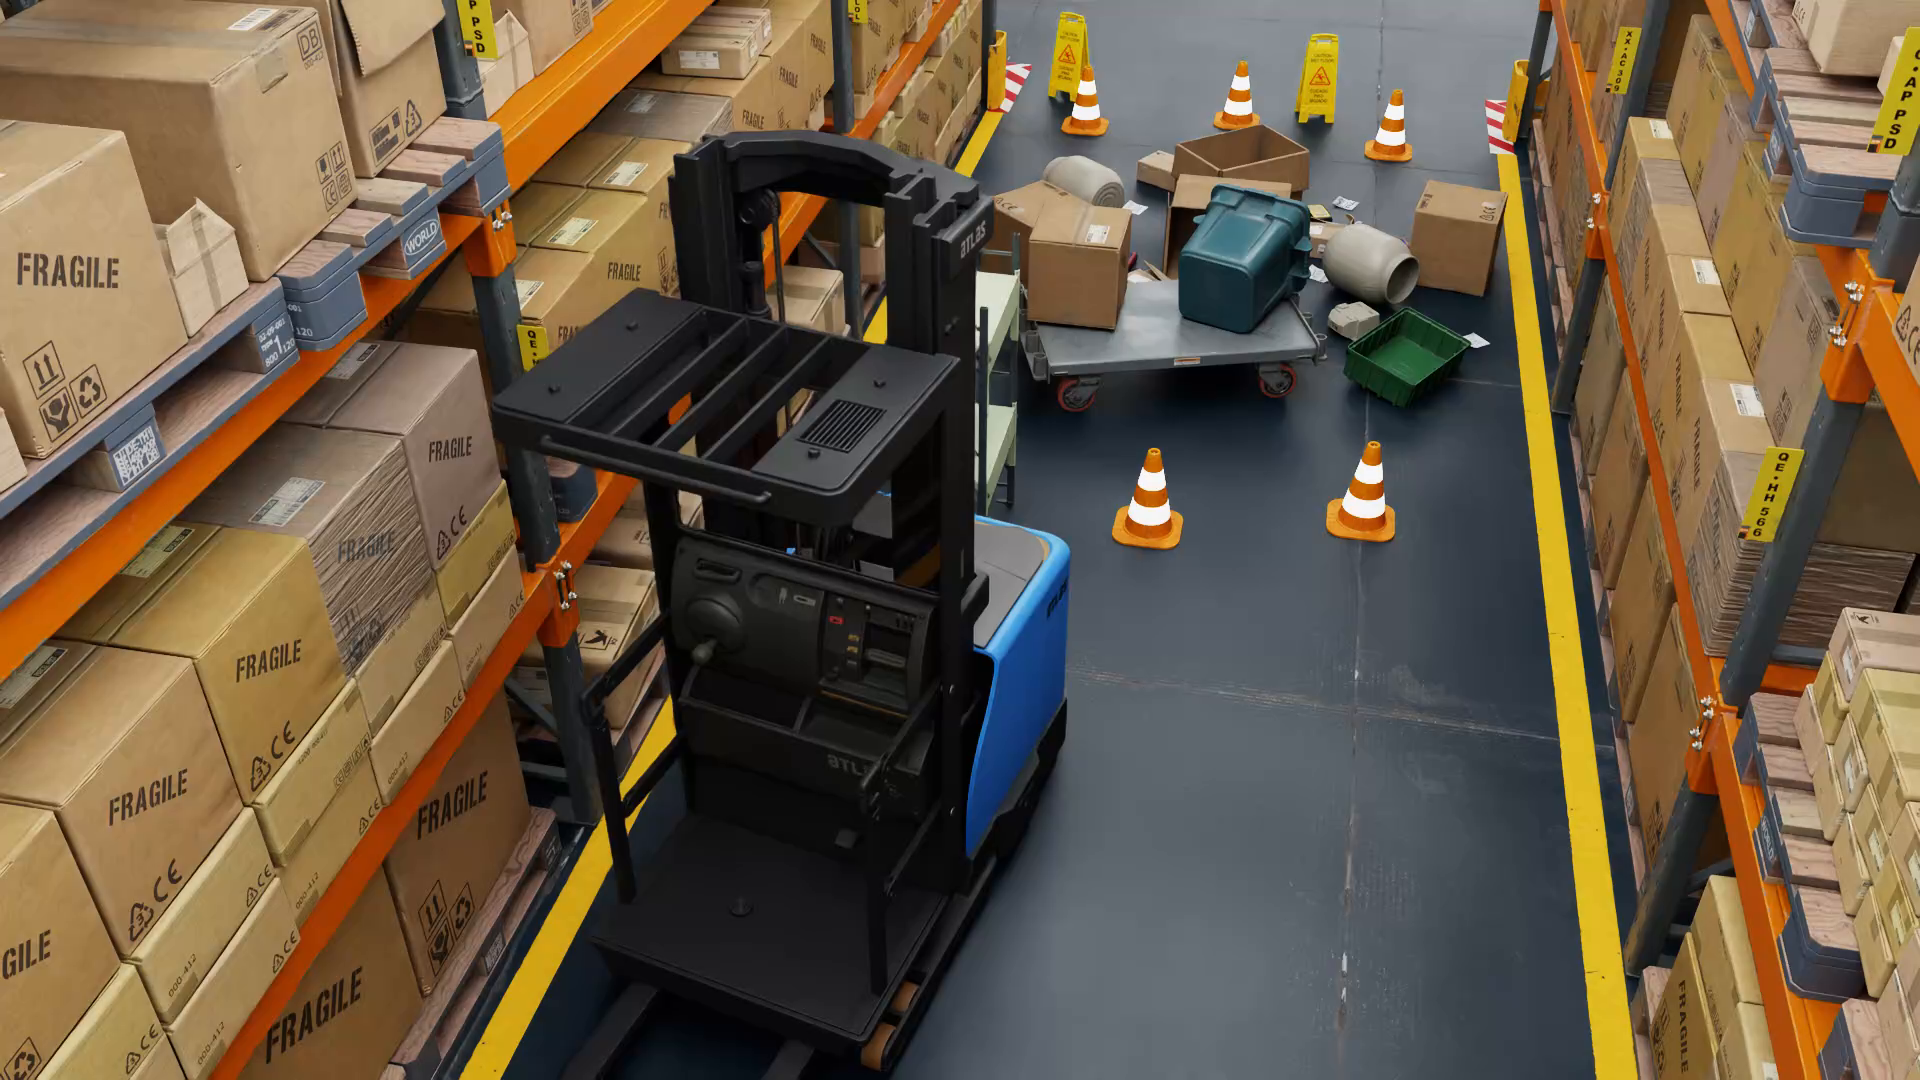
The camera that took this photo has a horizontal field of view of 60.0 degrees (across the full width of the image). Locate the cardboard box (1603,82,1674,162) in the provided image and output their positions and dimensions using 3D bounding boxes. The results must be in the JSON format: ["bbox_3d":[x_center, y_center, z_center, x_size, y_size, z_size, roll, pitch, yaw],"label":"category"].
[{"bbox_3d":[3.847,-2.162,8.549,0.875,0.550,0.550,7,37,10],"label":"cardboard box"}]

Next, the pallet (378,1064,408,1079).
[{"bbox_3d":[-2.437,2.111,5.157,1.003,0.211,1.213,7,37,10],"label":"pallet"}]

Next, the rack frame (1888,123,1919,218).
[{"bbox_3d":[2.925,-2.024,3.375,1.000,3.000,0.127,7,37,10],"label":"rack frame"}]

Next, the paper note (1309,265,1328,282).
[{"bbox_3d":[2.282,-1.691,10.564,0.172,0.023,0.155,20,41,26],"label":"paper note"}]

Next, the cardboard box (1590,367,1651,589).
[{"bbox_3d":[3.525,-0.228,7.567,1.050,0.750,0.750,7,37,10],"label":"cardboard box"}]

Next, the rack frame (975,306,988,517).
[{"bbox_3d":[-0.077,-0.401,7.526,0.400,1.500,0.023,7,37,10],"label":"rack frame"}]

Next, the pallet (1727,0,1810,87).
[{"bbox_3d":[3.247,-1.751,5.714,1.003,0.211,1.213,9,37,12],"label":"pallet"}]

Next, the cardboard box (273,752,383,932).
[{"bbox_3d":[-2.004,0.807,4.708,0.500,0.250,0.500,7,37,9],"label":"cardboard box"}]

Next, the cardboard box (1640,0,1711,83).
[{"bbox_3d":[3.892,-2.594,8.224,0.875,0.550,0.550,7,37,10],"label":"cardboard box"}]

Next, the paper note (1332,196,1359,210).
[{"bbox_3d":[2.649,-2.316,11.422,0.144,0.017,0.142,20,41,26],"label":"paper note"}]

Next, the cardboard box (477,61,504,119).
[{"bbox_3d":[-1.699,-1.430,5.325,0.380,0.149,0.250,7,37,10],"label":"cardboard box"}]

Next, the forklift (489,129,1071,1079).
[{"bbox_3d":[-0.615,0.349,5.270,1.130,2.935,3.031,15,38,19],"label":"forklift"}]

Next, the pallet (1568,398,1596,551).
[{"bbox_3d":[3.688,-0.307,8.494,1.003,0.211,1.213,7,37,10],"label":"pallet"}]

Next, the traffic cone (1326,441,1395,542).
[{"bbox_3d":[2.018,-0.282,8.244,0.336,0.463,0.334,7,37,10],"label":"traffic cone"}]

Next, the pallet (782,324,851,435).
[{"bbox_3d":[-1.243,-0.875,9.278,1.003,0.211,1.213,7,37,10],"label":"pallet"}]

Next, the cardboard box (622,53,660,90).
[{"bbox_3d":[-1.683,-1.980,7.729,0.500,0.500,0.500,7,37,10],"label":"cardboard box"}]

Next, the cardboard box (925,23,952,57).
[{"bbox_3d":[-0.267,-3.362,11.126,0.380,0.149,0.250,9,37,12],"label":"cardboard box"}]

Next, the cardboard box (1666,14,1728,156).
[{"bbox_3d":[3.679,-2.048,7.583,0.700,0.500,0.500,7,36,9],"label":"cardboard box"}]

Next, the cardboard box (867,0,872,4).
[{"bbox_3d":[-0.772,-3.242,8.976,0.700,0.500,0.500,7,37,9],"label":"cardboard box"}]

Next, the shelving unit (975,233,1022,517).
[{"bbox_3d":[0.001,-0.611,7.815,0.431,1.500,0.755,7,37,10],"label":"shelving unit"}]

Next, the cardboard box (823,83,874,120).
[{"bbox_3d":[-0.697,-2.490,9.343,0.380,0.149,0.250,7,37,10],"label":"cardboard box"}]

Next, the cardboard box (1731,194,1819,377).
[{"bbox_3d":[3.245,-0.881,5.972,0.700,0.500,0.500,7,36,9],"label":"cardboard box"}]

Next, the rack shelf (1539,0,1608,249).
[{"bbox_3d":[4.207,-2.744,10.093,1.077,0.370,4.000,7,37,10],"label":"rack shelf"}]

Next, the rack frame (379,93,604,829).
[{"bbox_3d":[-1.932,-0.158,5.912,1.000,3.000,0.127,7,37,10],"label":"rack frame"}]

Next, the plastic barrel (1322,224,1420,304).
[{"bbox_3d":[2.523,-1.688,10.218,0.421,0.421,0.512,-24,42,-30],"label":"plastic barrel"}]

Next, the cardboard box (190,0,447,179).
[{"bbox_3d":[-1.865,-1.349,4.553,0.797,0.503,0.637,5,36,7],"label":"cardboard box"}]

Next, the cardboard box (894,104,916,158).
[{"bbox_3d":[-0.585,-2.424,10.385,0.500,0.500,0.500,9,37,12],"label":"cardboard box"}]

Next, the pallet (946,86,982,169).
[{"bbox_3d":[-0.448,-3.110,12.361,1.003,0.211,1.213,7,37,10],"label":"pallet"}]

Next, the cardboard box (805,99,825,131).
[{"bbox_3d":[-0.918,-2.190,8.571,0.380,0.149,0.250,8,37,11],"label":"cardboard box"}]

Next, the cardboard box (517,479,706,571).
[{"bbox_3d":[-1.652,-0.010,7.590,0.950,0.372,0.625,7,36,9],"label":"cardboard box"}]

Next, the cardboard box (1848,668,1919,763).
[{"bbox_3d":[2.582,0.491,4.366,0.380,0.149,0.250,6,36,9],"label":"cardboard box"}]

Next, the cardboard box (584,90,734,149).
[{"bbox_3d":[-1.284,-1.608,7.216,0.500,0.500,0.500,6,36,8],"label":"cardboard box"}]

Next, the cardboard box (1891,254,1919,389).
[{"bbox_3d":[2.543,-0.556,3.820,0.500,0.500,0.500,7,37,10],"label":"cardboard box"}]

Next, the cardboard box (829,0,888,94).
[{"bbox_3d":[-0.712,-2.829,9.259,0.500,0.500,0.500,7,37,10],"label":"cardboard box"}]

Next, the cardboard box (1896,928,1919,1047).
[{"bbox_3d":[2.408,1.065,3.828,0.380,0.149,0.250,7,37,10],"label":"cardboard box"}]

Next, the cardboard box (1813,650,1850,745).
[{"bbox_3d":[2.626,0.468,4.651,0.380,0.149,0.250,9,37,12],"label":"cardboard box"}]

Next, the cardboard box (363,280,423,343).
[{"bbox_3d":[-2.107,-0.784,6.079,0.500,0.500,0.500,6,36,9],"label":"cardboard box"}]

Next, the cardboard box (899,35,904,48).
[{"bbox_3d":[-0.554,-3.091,10.173,0.380,0.149,0.250,7,37,10],"label":"cardboard box"}]

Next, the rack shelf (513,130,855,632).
[{"bbox_3d":[-1.505,-1.013,7.705,1.077,0.370,4.000,7,37,10],"label":"rack shelf"}]

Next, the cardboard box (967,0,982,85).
[{"bbox_3d":[-0.140,-3.612,12.024,0.500,0.500,0.500,8,37,10],"label":"cardboard box"}]

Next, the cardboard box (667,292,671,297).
[{"bbox_3d":[-1.430,-1.001,6.931,0.380,0.149,0.250,9,37,13],"label":"cardboard box"}]

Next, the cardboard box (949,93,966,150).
[{"bbox_3d":[-0.252,-3.008,11.829,0.500,0.250,0.500,7,37,10],"label":"cardboard box"}]

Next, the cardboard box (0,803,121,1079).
[{"bbox_3d":[-2.221,0.892,3.527,0.500,0.500,0.500,6,36,9],"label":"cardboard box"}]

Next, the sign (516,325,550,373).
[{"bbox_3d":[-1.389,-0.559,5.478,0.100,0.325,0.005,7,37,10],"label":"sign"}]

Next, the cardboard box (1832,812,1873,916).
[{"bbox_3d":[2.518,0.876,4.341,0.380,0.149,0.250,9,37,12],"label":"cardboard box"}]

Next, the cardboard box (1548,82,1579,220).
[{"bbox_3d":[4.368,-2.590,10.720,0.875,0.875,0.875,7,36,9],"label":"cardboard box"}]

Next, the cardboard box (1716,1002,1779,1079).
[{"bbox_3d":[2.433,1.599,4.621,0.500,0.250,0.500,7,37,9],"label":"cardboard box"}]

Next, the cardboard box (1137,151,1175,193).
[{"bbox_3d":[1.470,-2.586,11.691,0.380,0.149,0.250,28,44,33],"label":"cardboard box"}]

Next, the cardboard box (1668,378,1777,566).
[{"bbox_3d":[2.867,-0.213,5.903,0.500,0.500,0.500,7,37,10],"label":"cardboard box"}]

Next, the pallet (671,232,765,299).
[{"bbox_3d":[-1.549,-1.220,7.541,1.003,0.211,1.213,7,37,10],"label":"pallet"}]

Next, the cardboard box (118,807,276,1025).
[{"bbox_3d":[-2.093,0.898,4.156,0.500,0.250,0.500,6,36,9],"label":"cardboard box"}]

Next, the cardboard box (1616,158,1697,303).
[{"bbox_3d":[3.297,-1.372,7.501,0.500,0.500,0.500,8,37,10],"label":"cardboard box"}]

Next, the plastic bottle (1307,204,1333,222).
[{"bbox_3d":[2.424,-2.174,11.197,0.133,0.061,0.283,-5,36,-6],"label":"plastic bottle"}]

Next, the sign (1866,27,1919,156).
[{"bbox_3d":[2.385,-1.125,4.183,0.100,0.325,0.005,7,37,10],"label":"sign"}]

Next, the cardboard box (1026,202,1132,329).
[{"bbox_3d":[0.668,-1.539,9.303,0.500,0.500,0.500,7,37,10],"label":"cardboard box"}]

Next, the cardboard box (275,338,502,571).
[{"bbox_3d":[-1.787,-0.274,5.135,0.500,0.500,0.500,6,36,9],"label":"cardboard box"}]

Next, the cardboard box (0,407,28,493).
[{"bbox_3d":[-2.054,-0.198,3.168,0.396,0.266,0.258,10,37,14],"label":"cardboard box"}]

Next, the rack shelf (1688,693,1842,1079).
[{"bbox_3d":[2.498,1.843,3.764,1.077,0.370,4.000,7,37,10],"label":"rack shelf"}]
